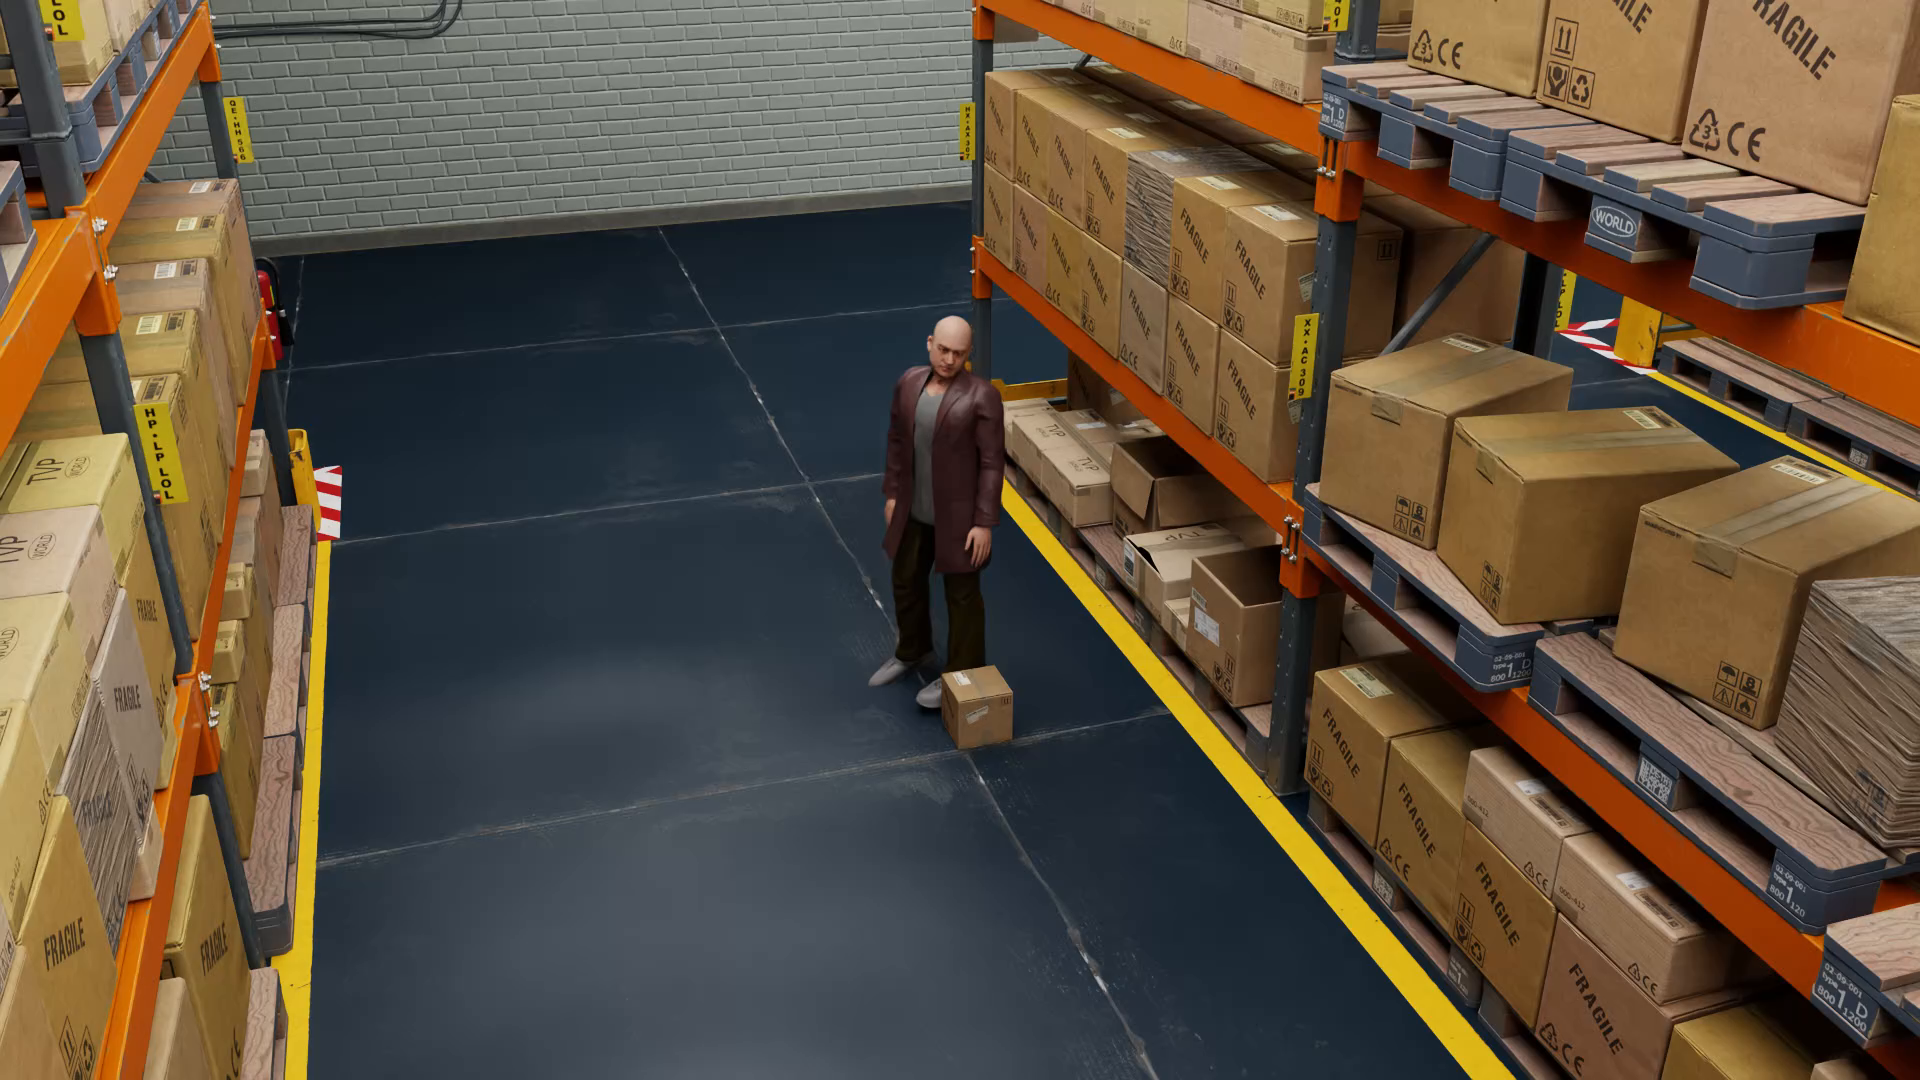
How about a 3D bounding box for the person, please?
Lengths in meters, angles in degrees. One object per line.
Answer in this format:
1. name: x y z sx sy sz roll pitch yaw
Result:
1. person: -0.111 -0.098 7.326 0.628 1.821 0.426 13 29 25
